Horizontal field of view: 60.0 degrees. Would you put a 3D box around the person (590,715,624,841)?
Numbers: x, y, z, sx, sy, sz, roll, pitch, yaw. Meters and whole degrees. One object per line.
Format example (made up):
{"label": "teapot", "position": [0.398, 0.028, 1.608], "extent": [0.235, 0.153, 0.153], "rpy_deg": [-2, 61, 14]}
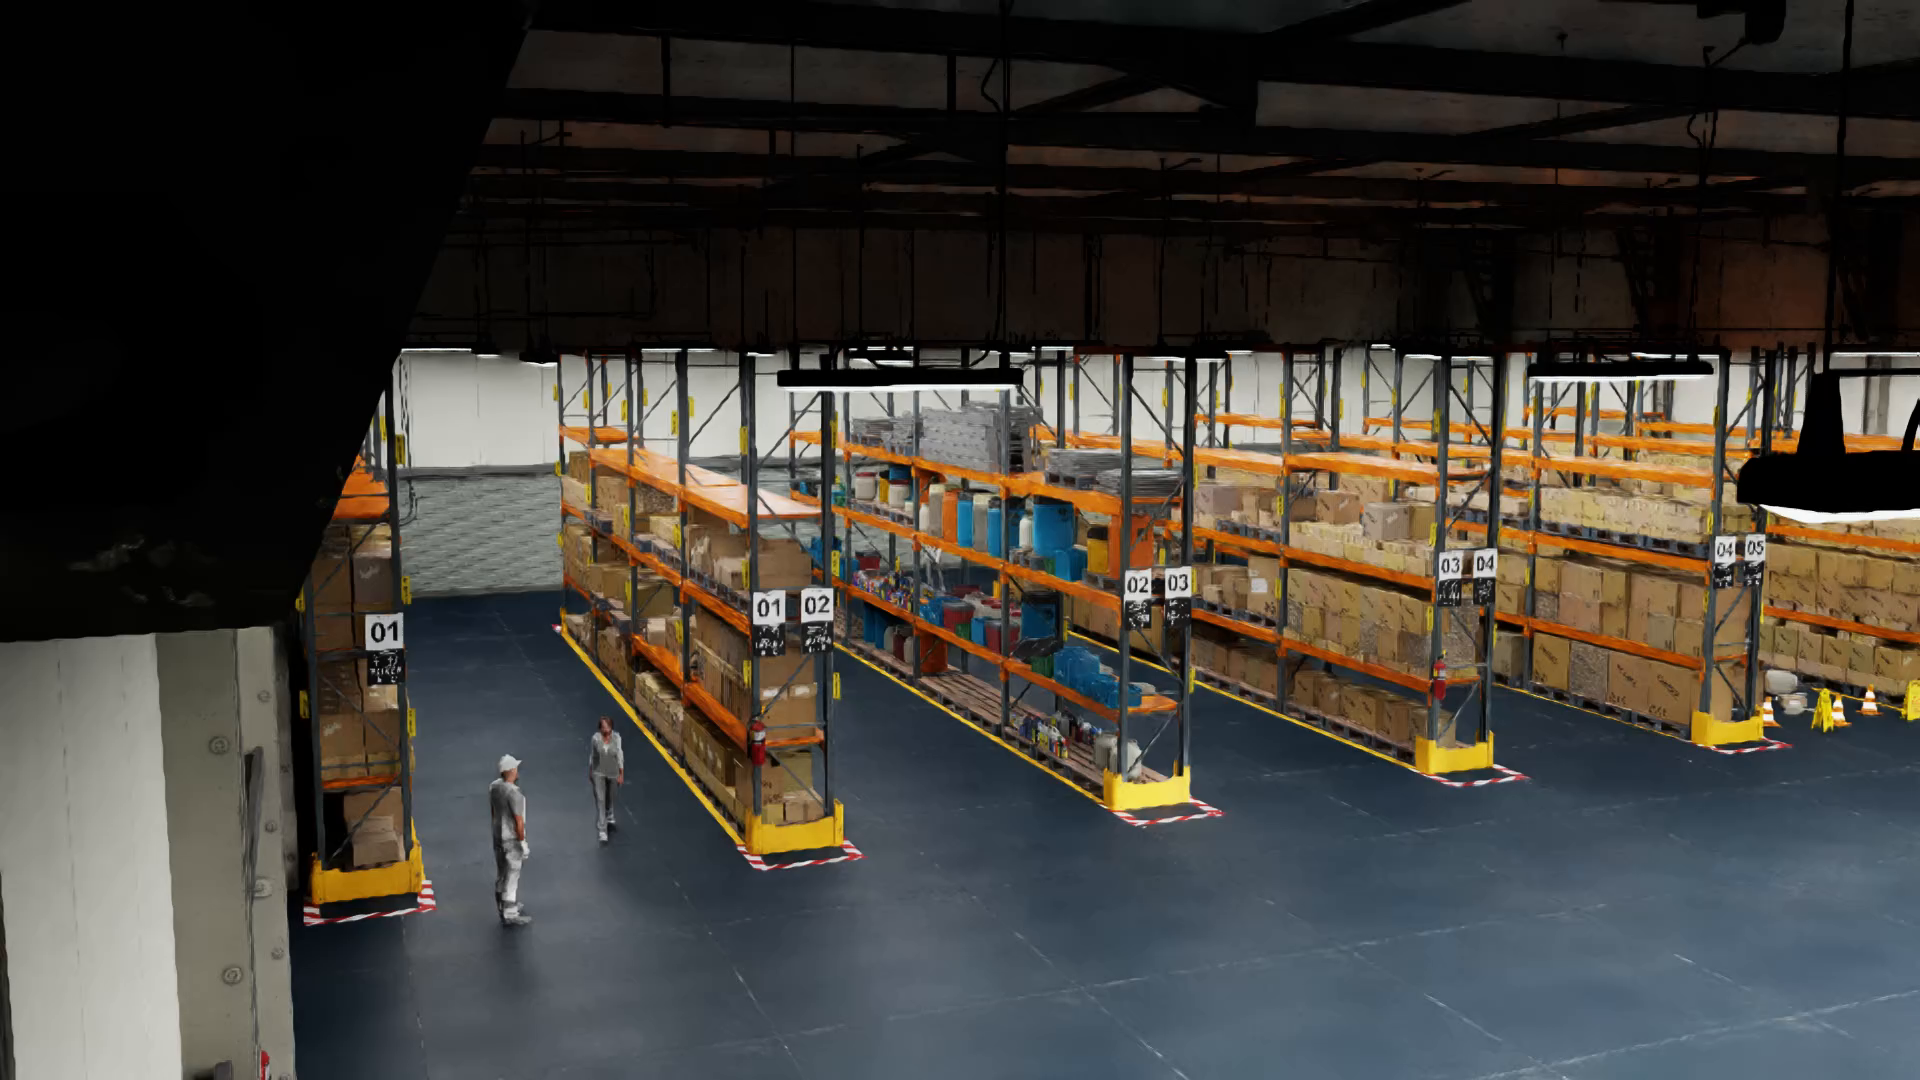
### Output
{"label": "person", "position": [-4.418, 2.923, 20.850], "extent": [0.418, 1.514, 1.043], "rpy_deg": [-2, 8, -18]}

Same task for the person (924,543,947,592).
{"label": "person", "position": [-0.616, 0.448, 39.887], "extent": [0.510, 1.658, 0.595], "rpy_deg": [5, 9, 34]}

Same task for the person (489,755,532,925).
{"label": "person", "position": [-4.799, 3.171, 17.781], "extent": [0.400, 1.794, 0.649], "rpy_deg": [-7, 10, -44]}
